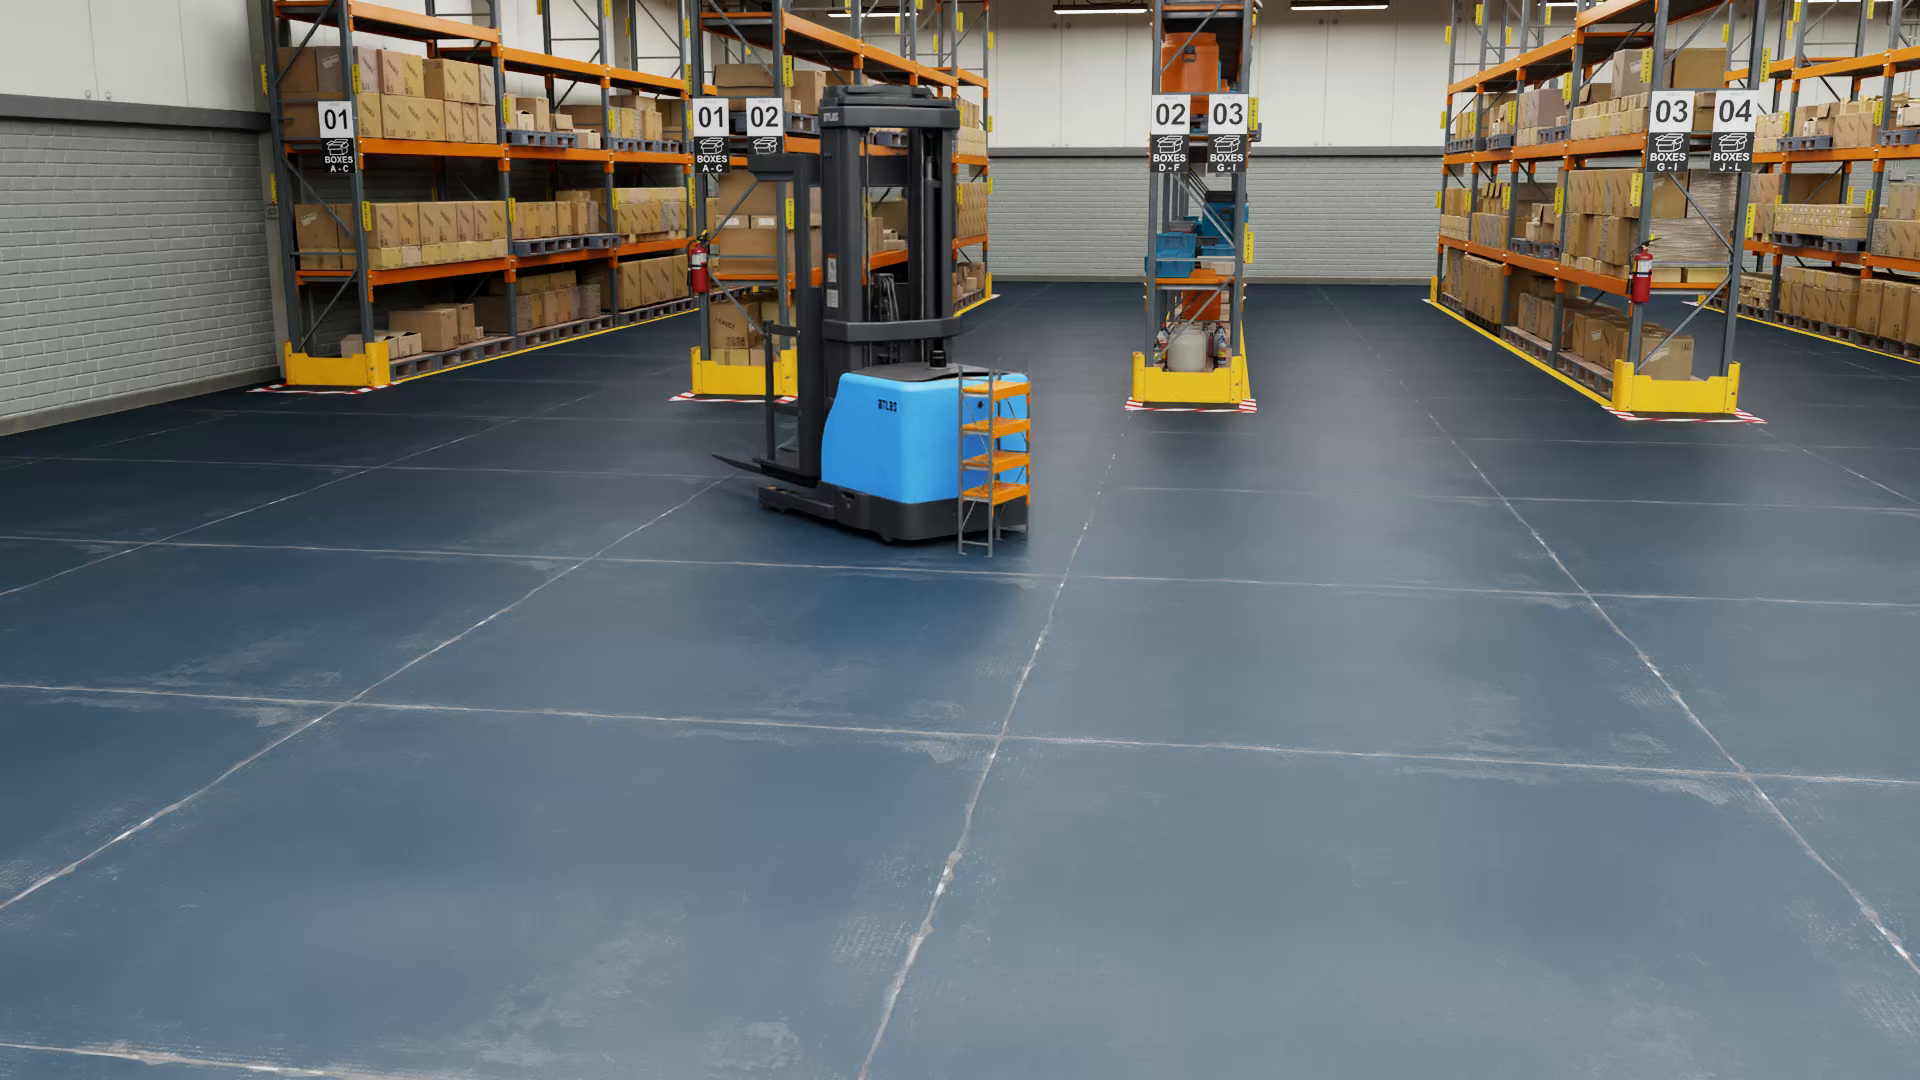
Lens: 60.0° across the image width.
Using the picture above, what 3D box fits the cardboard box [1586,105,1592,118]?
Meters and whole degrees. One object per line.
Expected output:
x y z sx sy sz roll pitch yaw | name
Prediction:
7.611 -5.051 19.598 0.380 0.149 0.250 2 12 9 | cardboard box

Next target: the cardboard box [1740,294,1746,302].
14.107 -4.289 29.547 0.380 0.149 0.250 2 12 10 | cardboard box

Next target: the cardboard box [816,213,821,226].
-1.890 -3.884 20.117 0.380 0.149 0.250 2 12 9 | cardboard box

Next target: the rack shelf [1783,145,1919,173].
13.810 -5.816 25.447 1.077 0.370 4.000 2 12 9 | rack shelf

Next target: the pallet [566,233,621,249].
-6.070 -4.703 26.149 1.213 0.211 1.003 2 12 9 | pallet

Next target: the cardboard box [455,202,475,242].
-6.607 -4.101 21.433 0.500 0.500 0.500 2 12 7 | cardboard box

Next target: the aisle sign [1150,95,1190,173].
2.188 -4.227 17.318 0.394 0.787 0.004 2 12 9 | aisle sign

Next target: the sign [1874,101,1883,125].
12.967 -6.022 23.469 0.100 0.325 0.005 2 12 9 | sign

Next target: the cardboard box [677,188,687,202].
-5.270 -6.246 30.084 0.500 0.250 0.500 2 12 10 | cardboard box

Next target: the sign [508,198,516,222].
-6.144 -4.523 22.804 0.100 0.325 0.005 2 12 9 | sign

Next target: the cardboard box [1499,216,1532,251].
8.449 -4.626 25.102 0.500 0.500 0.500 2 12 10 | cardboard box

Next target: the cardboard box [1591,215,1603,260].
7.665 -3.424 18.816 0.875 0.500 0.500 2 12 9 | cardboard box

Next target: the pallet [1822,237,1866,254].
13.507 -4.343 24.480 1.213 0.211 1.003 2 12 9 | pallet

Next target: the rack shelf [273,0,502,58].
-6.989 -6.278 20.482 1.077 0.370 4.000 2 12 9 | rack shelf

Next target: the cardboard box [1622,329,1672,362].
7.558 -2.040 18.274 0.500 0.500 0.500 5 13 23 | cardboard box

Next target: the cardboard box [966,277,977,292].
0.044 -5.007 32.587 0.500 0.250 0.500 2 12 9 | cardboard box

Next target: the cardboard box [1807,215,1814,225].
13.365 -4.953 25.748 0.380 0.149 0.250 2 12 8 | cardboard box

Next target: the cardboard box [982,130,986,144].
0.233 -7.976 32.932 0.500 0.250 0.500 2 12 9 | cardboard box

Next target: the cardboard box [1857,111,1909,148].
13.340 -5.927 24.019 0.500 0.500 0.500 2 12 9 | cardboard box

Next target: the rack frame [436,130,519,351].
-6.681 -4.115 22.970 1.000 3.000 0.127 2 12 9 | rack frame

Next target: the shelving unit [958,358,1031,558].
0.223 -0.529 10.601 0.258 1.200 0.503 7 14 30 | shelving unit

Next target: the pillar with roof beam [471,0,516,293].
-2.867 -7.499 24.428 9.100 9.000 0.400 2 12 9 | pillar with roof beam

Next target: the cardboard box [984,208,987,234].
0.260 -6.401 33.335 0.500 0.500 0.500 2 12 10 | cardboard box

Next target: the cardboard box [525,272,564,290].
-6.349 -3.932 25.229 0.500 0.250 0.500 2 12 8 | cardboard box

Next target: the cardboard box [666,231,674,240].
-5.305 -5.425 29.597 0.380 0.149 0.250 2 12 9 | cardboard box

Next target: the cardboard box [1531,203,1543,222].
8.574 -4.607 24.017 0.500 0.500 0.500 0 12 2 | cardboard box

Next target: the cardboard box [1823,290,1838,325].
13.429 -3.522 25.151 0.500 0.500 0.500 2 12 11 | cardboard box

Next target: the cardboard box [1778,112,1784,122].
13.927 -7.079 27.825 0.380 0.149 0.250 2 12 10 | cardboard box

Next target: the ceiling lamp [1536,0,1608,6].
12.766 -12.395 33.291 2.000 3.185 0.800 2 12 9 | ceiling lamp

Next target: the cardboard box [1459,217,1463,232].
9.118 -5.580 29.413 0.500 0.250 0.500 2 12 10 | cardboard box

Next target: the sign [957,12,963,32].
-0.006 -9.071 29.131 0.100 0.325 0.005 2 12 9 | sign

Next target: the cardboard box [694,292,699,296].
-5.234 -4.916 31.623 0.700 0.500 0.500 2 12 9 | cardboard box

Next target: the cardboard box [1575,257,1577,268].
7.581 -3.319 19.871 0.380 0.149 0.250 2 12 9 | cardboard box

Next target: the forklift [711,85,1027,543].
-0.800 -1.674 11.805 1.130 2.935 3.031 -9 15 -35 | forklift

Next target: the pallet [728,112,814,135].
-2.266 -4.693 18.737 1.003 0.211 1.213 2 12 9 | pallet

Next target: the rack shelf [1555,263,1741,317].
7.695 -2.866 18.879 1.077 0.370 4.000 2 12 9 | rack shelf

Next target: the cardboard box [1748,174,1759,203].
14.090 -6.121 28.959 0.500 0.500 0.500 2 12 10 | cardboard box

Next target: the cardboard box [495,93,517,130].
-6.518 -5.947 23.115 0.500 0.500 0.500 4 13 17 | cardboard box

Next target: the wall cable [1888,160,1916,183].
20.484 -7.497 36.176 0.585 1.953 0.123 2 12 9 | wall cable

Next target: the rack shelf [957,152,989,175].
-0.248 -7.152 31.647 1.077 0.370 4.000 2 12 9 | rack shelf

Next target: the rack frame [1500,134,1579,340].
8.617 -4.467 24.599 1.000 3.000 0.127 2 12 9 | rack frame

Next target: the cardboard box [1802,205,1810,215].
13.405 -5.155 25.979 0.380 0.149 0.250 2 12 11 | cardboard box

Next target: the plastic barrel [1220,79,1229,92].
3.814 -6.627 25.486 0.600 0.830 0.708 2 12 9 | plastic barrel

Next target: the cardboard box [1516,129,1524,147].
8.294 -5.770 23.883 0.500 0.250 0.500 2 12 10 | cardboard box

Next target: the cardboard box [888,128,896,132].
-1.247 -6.181 24.792 0.500 0.250 0.500 2 12 10 | cardboard box

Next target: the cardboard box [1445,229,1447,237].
9.351 -5.785 31.312 0.380 0.149 0.250 2 12 8 | cardboard box

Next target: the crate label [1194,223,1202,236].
3.303 -4.446 24.421 0.502 0.435 0.616 2 12 9 | crate label

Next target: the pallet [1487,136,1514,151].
8.833 -6.209 26.014 1.003 0.211 1.213 2 12 11 | pallet

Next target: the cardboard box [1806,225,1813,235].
13.366 -4.809 25.785 0.380 0.149 0.250 1 12 6 | cardboard box

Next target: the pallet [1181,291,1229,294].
4.789 -4.759 32.574 1.003 0.211 1.213 2 12 9 | pallet

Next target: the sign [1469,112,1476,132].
8.684 -7.075 28.166 0.100 0.325 0.005 2 12 9 | sign
